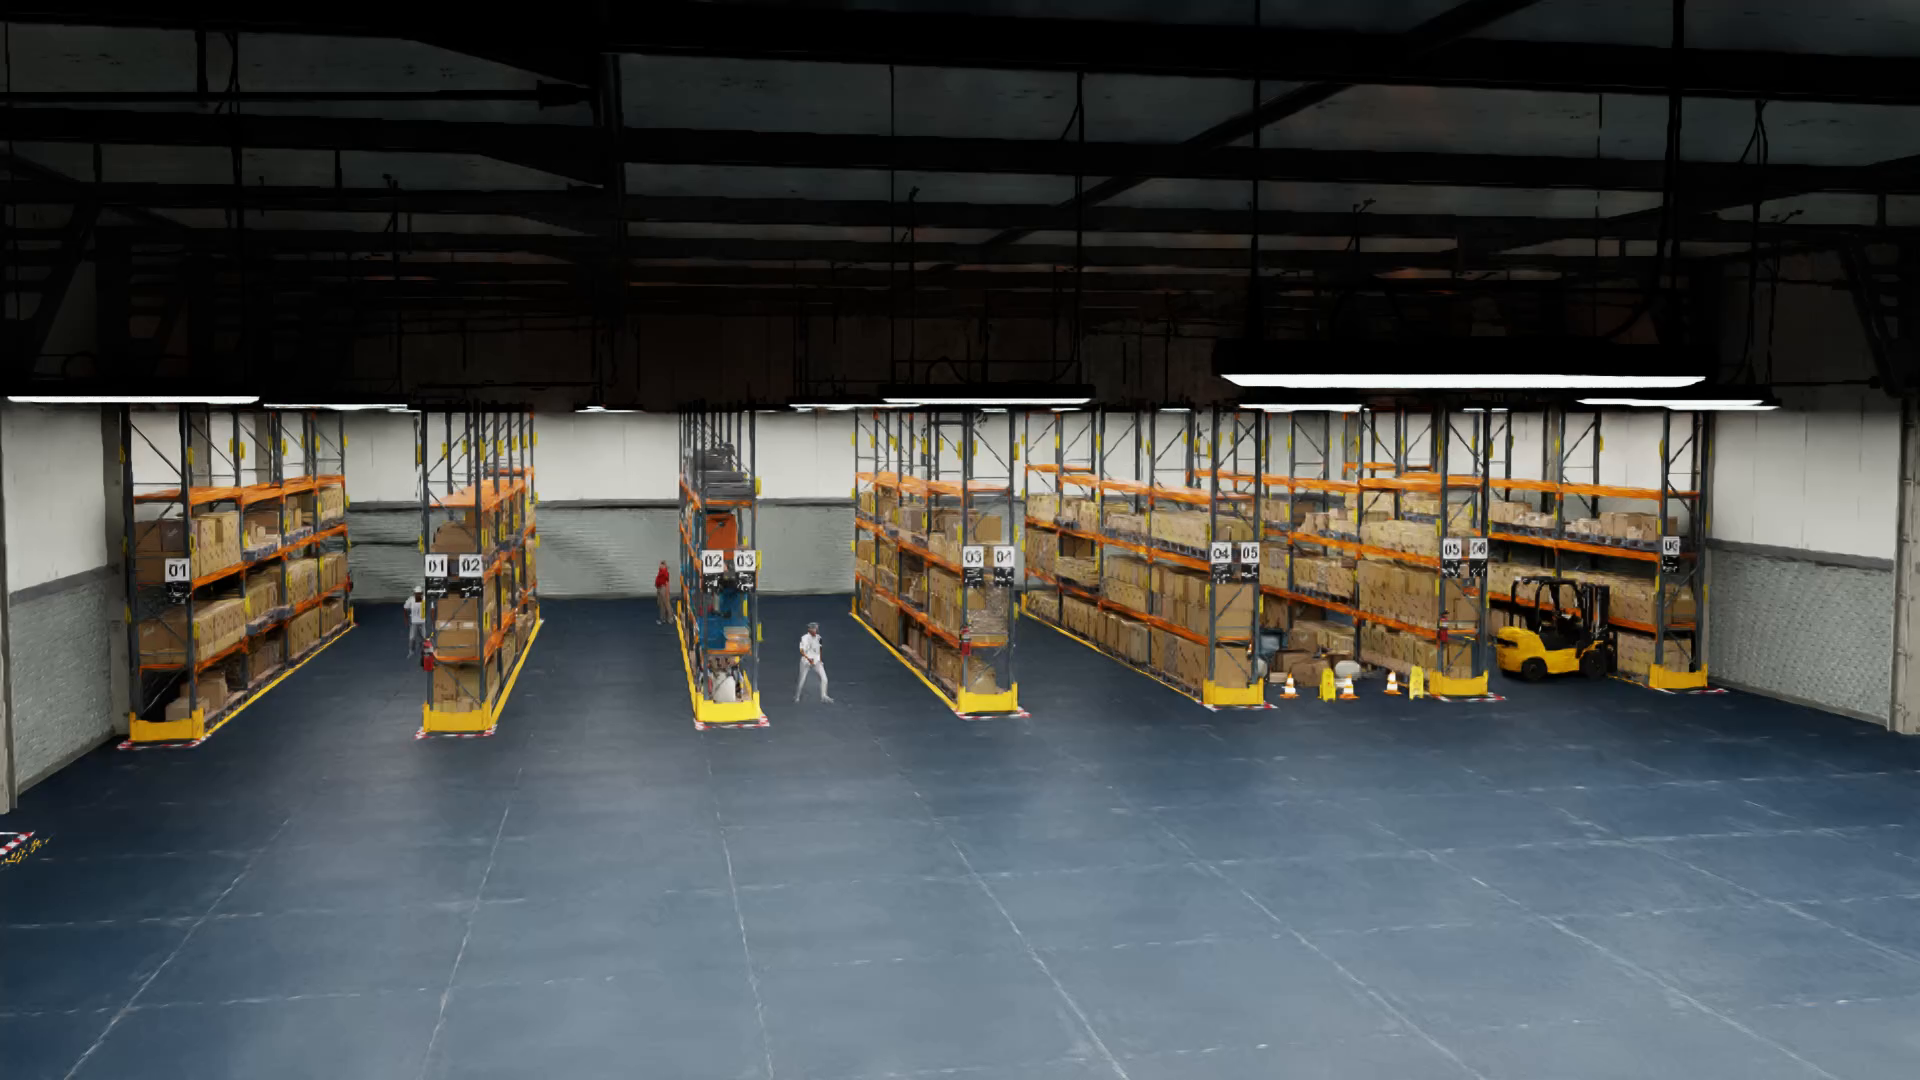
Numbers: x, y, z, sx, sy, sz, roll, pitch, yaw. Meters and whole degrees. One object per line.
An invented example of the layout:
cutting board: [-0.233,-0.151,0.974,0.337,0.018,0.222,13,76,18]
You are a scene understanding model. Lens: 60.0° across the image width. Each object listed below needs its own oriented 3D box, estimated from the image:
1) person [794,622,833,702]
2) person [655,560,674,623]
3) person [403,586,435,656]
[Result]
person: [-2.959,2.410,33.173,0.621,1.602,0.828,-2,5,-28]
person: [-8.138,1.412,45.800,0.466,1.729,0.680,-2,5,-25]
person: [-12.742,1.920,39.172,0.719,1.714,0.578,-1,4,-13]
